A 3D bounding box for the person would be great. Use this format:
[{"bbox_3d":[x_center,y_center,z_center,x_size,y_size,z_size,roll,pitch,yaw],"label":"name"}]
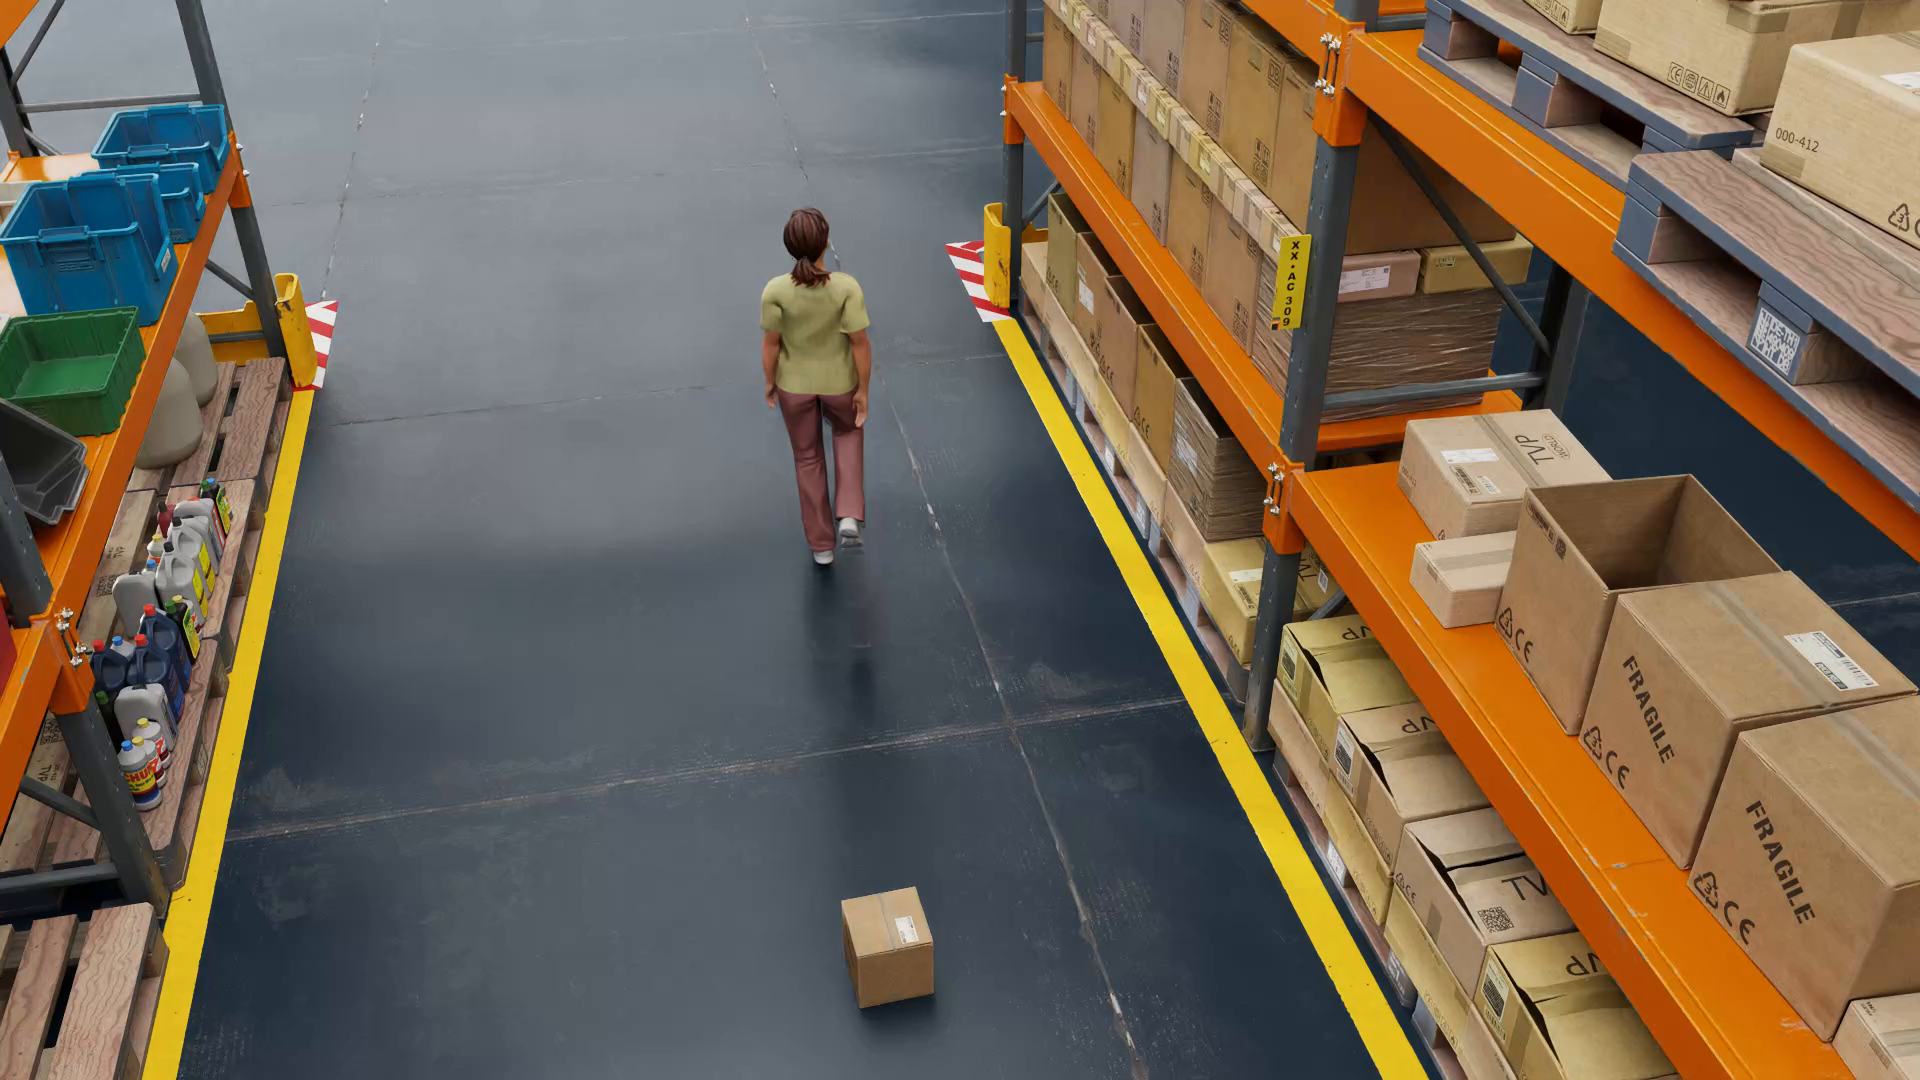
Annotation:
[{"bbox_3d":[-0.606,-0.652,7.071,0.448,1.669,0.467,-4,35,-6],"label":"person"}]
